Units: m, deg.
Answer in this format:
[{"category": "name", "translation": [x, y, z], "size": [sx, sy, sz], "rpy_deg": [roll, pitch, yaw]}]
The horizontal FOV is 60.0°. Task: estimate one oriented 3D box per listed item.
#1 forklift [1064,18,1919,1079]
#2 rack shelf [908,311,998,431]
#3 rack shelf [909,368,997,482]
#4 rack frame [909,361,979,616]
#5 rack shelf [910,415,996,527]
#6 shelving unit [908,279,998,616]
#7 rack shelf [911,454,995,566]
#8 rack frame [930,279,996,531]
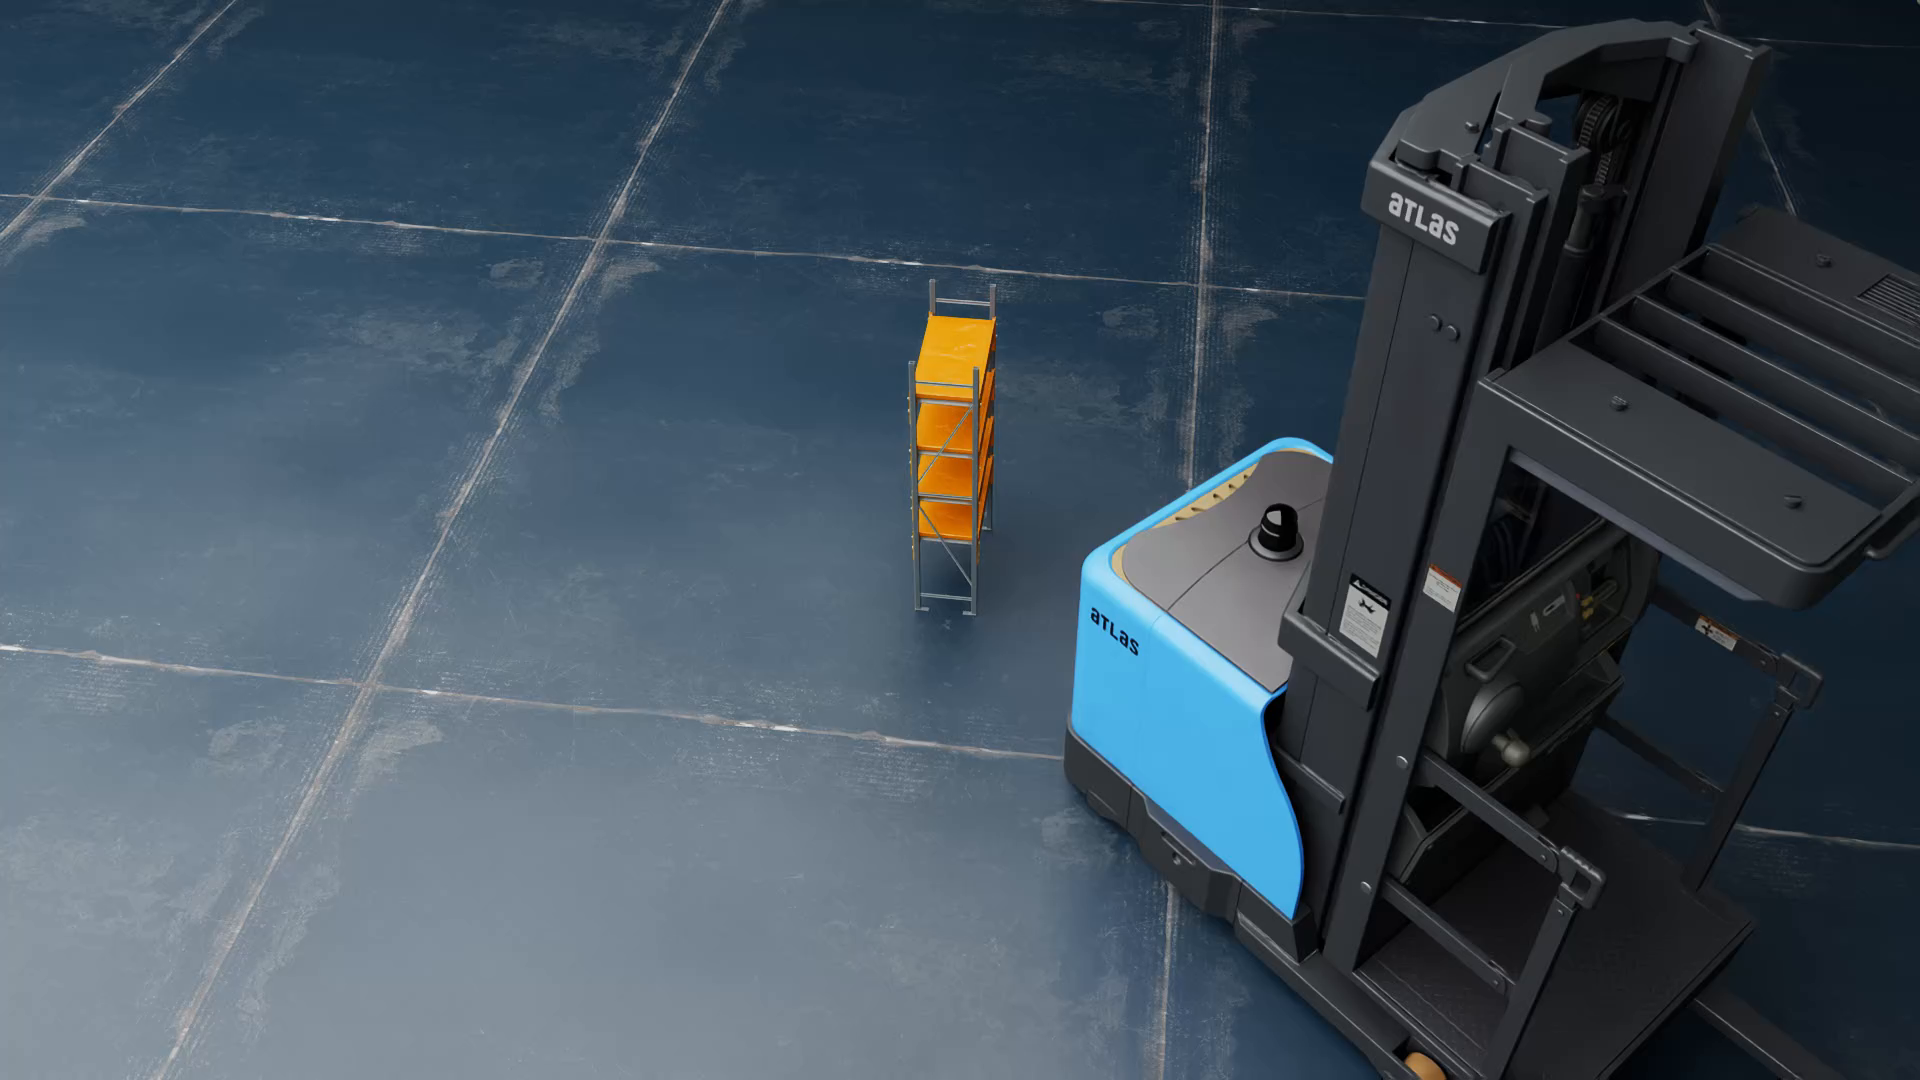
[{"category": "forklift", "translation": [1.695, 0.334, 4.265], "size": [1.130, 2.935, 3.031], "rpy_deg": [-30, 51, -28]}, {"category": "rack shelf", "translation": [-0.022, -0.608, 5.948], "size": [0.258, 0.148, 0.480], "rpy_deg": [5, 44, 6]}, {"category": "rack shelf", "translation": [-0.022, -0.436, 6.111], "size": [0.258, 0.148, 0.480], "rpy_deg": [5, 44, 6]}, {"category": "rack frame", "translation": [-0.054, -0.157, 6.043], "size": [0.240, 1.200, 0.015], "rpy_deg": [5, 44, 6]}, {"category": "rack shelf", "translation": [-0.022, -0.274, 6.265], "size": [0.258, 0.148, 0.480], "rpy_deg": [5, 44, 6]}, {"category": "shelving unit", "translation": [-0.022, -0.323, 6.218], "size": [0.258, 1.200, 0.503], "rpy_deg": [5, 44, 6]}, {"category": "rack shelf", "translation": [-0.022, -0.130, 6.401], "size": [0.258, 0.148, 0.480], "rpy_deg": [5, 44, 6]}, {"category": "rack frame", "translation": [0.010, -0.489, 6.394], "size": [0.240, 1.200, 0.015], "rpy_deg": [5, 44, 6]}]
